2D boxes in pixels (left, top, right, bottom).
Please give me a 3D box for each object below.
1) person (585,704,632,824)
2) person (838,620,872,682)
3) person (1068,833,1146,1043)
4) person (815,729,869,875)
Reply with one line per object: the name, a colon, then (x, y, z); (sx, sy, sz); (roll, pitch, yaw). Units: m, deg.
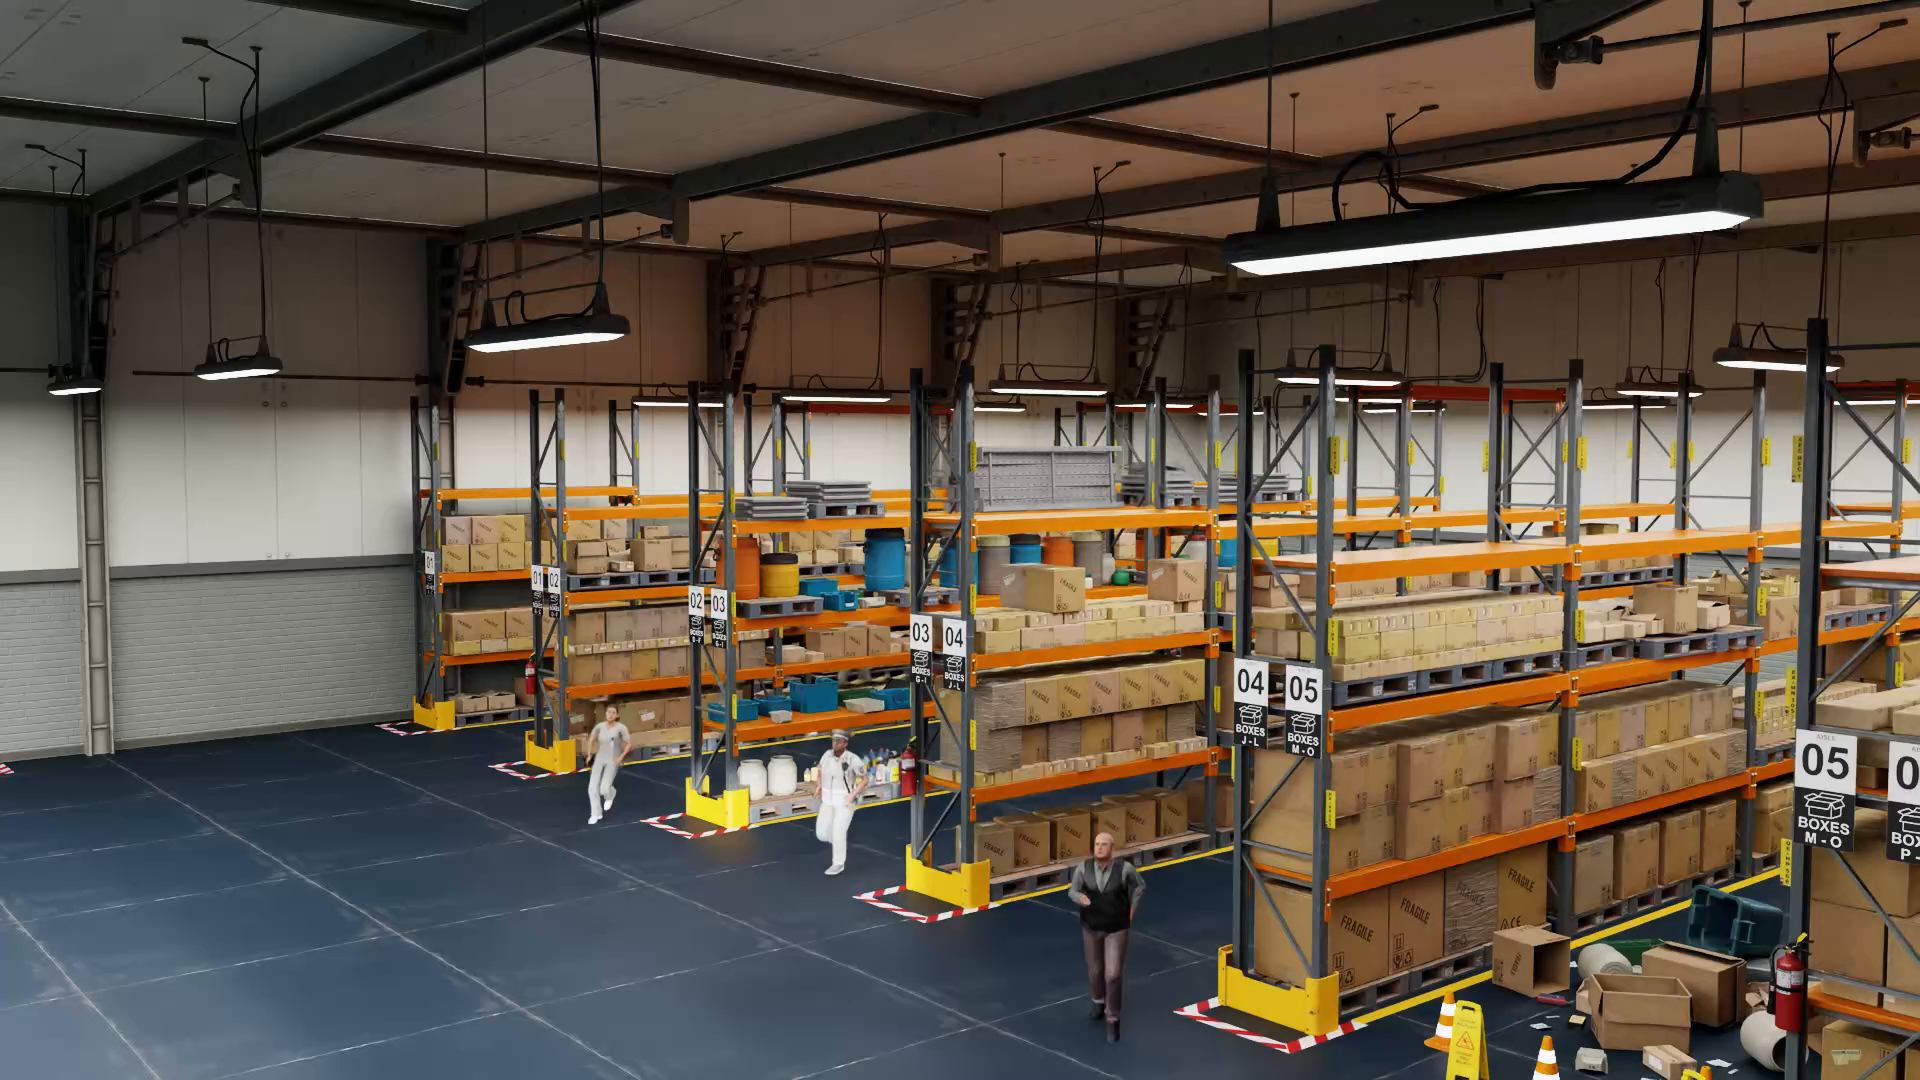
person: (-4.786, 3.034, 22.709); (0.601, 1.623, 0.562); (1, 3, 9)
person: (-2.075, 2.077, 32.048); (0.695, 1.819, 0.974); (3, 5, 42)
person: (1.263, 3.455, 14.556); (0.644, 1.804, 0.720); (1, 4, 20)
person: (-1.430, 3.122, 20.007); (0.691, 1.748, 0.616); (1, 4, 23)
